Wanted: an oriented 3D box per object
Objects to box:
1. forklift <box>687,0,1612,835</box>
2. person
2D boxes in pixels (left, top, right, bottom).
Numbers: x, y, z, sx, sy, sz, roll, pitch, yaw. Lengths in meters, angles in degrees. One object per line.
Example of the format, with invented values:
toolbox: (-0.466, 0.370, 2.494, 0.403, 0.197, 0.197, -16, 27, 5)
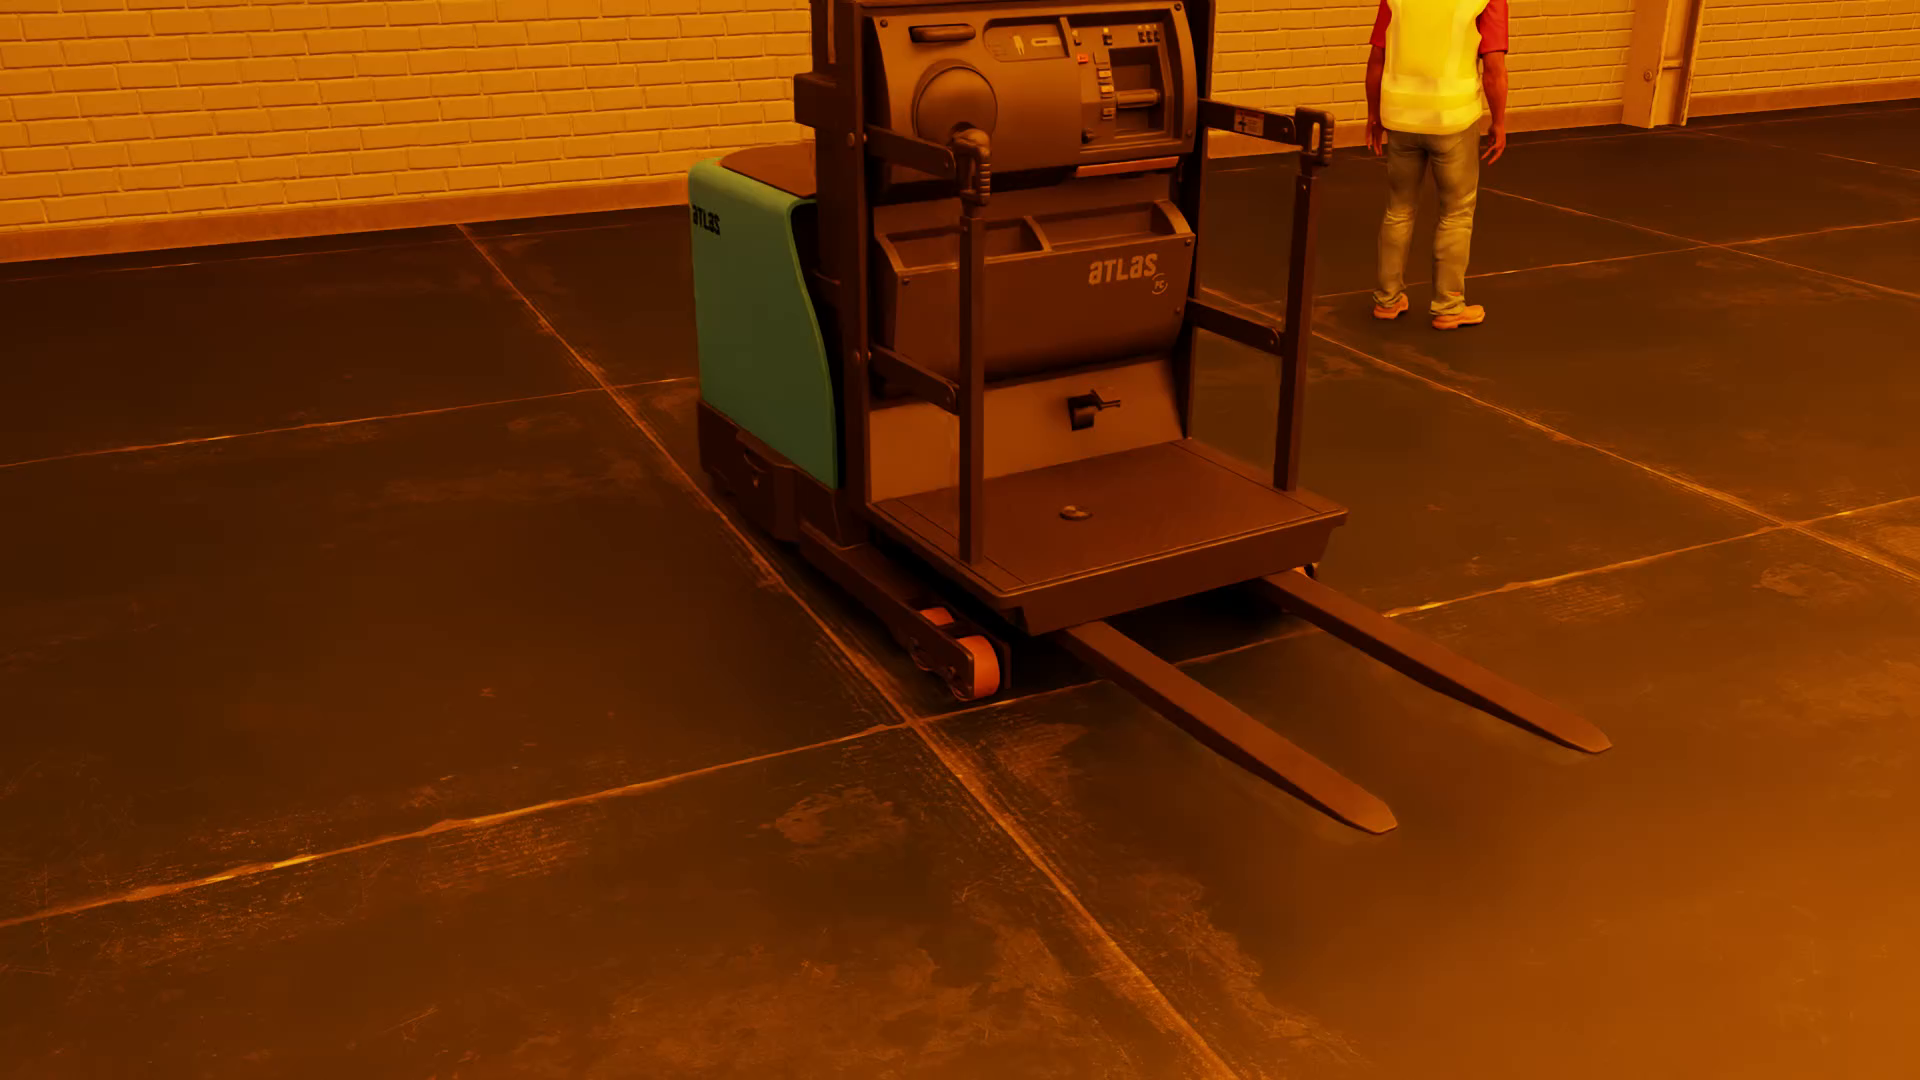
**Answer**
forklift: (0.318, -1.153, 4.061, 1.130, 2.935, 3.031, -13, 26, -28)
person: (2.056, -1.816, 7.190, 0.626, 1.759, 0.463, 16, 28, 34)
